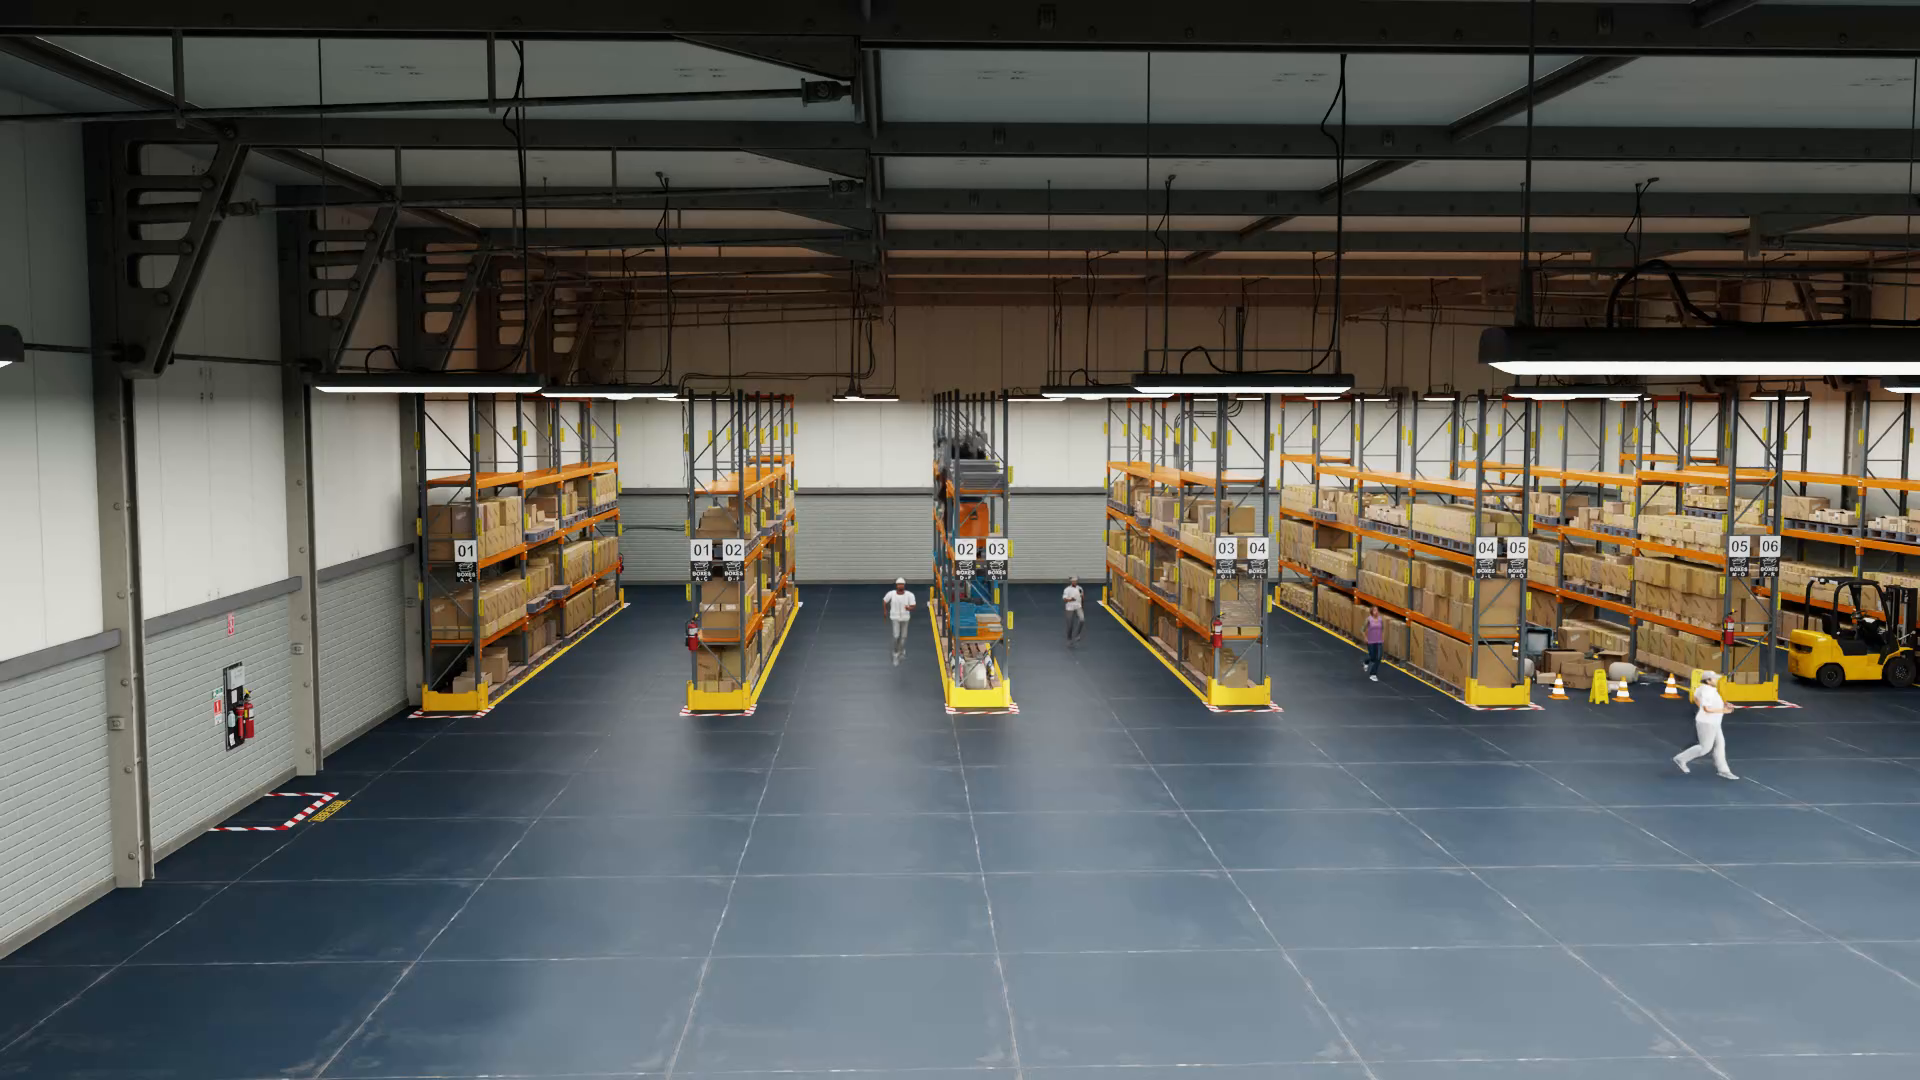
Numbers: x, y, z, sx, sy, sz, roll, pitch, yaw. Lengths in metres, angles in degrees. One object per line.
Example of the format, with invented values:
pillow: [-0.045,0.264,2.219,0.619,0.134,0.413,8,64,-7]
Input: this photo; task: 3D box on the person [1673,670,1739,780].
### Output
person: [11.403,2.812,25.365,0.924,1.666,0.606,2,5,28]

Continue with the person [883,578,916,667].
person: [-1.262,1.723,34.986,0.671,1.859,0.712,-1,5,-9]

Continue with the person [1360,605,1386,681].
person: [8.610,2.136,34.583,0.529,1.556,0.505,-1,5,-10]

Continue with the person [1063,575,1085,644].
person: [2.683,1.645,39.102,0.560,1.669,0.755,-1,5,-6]
